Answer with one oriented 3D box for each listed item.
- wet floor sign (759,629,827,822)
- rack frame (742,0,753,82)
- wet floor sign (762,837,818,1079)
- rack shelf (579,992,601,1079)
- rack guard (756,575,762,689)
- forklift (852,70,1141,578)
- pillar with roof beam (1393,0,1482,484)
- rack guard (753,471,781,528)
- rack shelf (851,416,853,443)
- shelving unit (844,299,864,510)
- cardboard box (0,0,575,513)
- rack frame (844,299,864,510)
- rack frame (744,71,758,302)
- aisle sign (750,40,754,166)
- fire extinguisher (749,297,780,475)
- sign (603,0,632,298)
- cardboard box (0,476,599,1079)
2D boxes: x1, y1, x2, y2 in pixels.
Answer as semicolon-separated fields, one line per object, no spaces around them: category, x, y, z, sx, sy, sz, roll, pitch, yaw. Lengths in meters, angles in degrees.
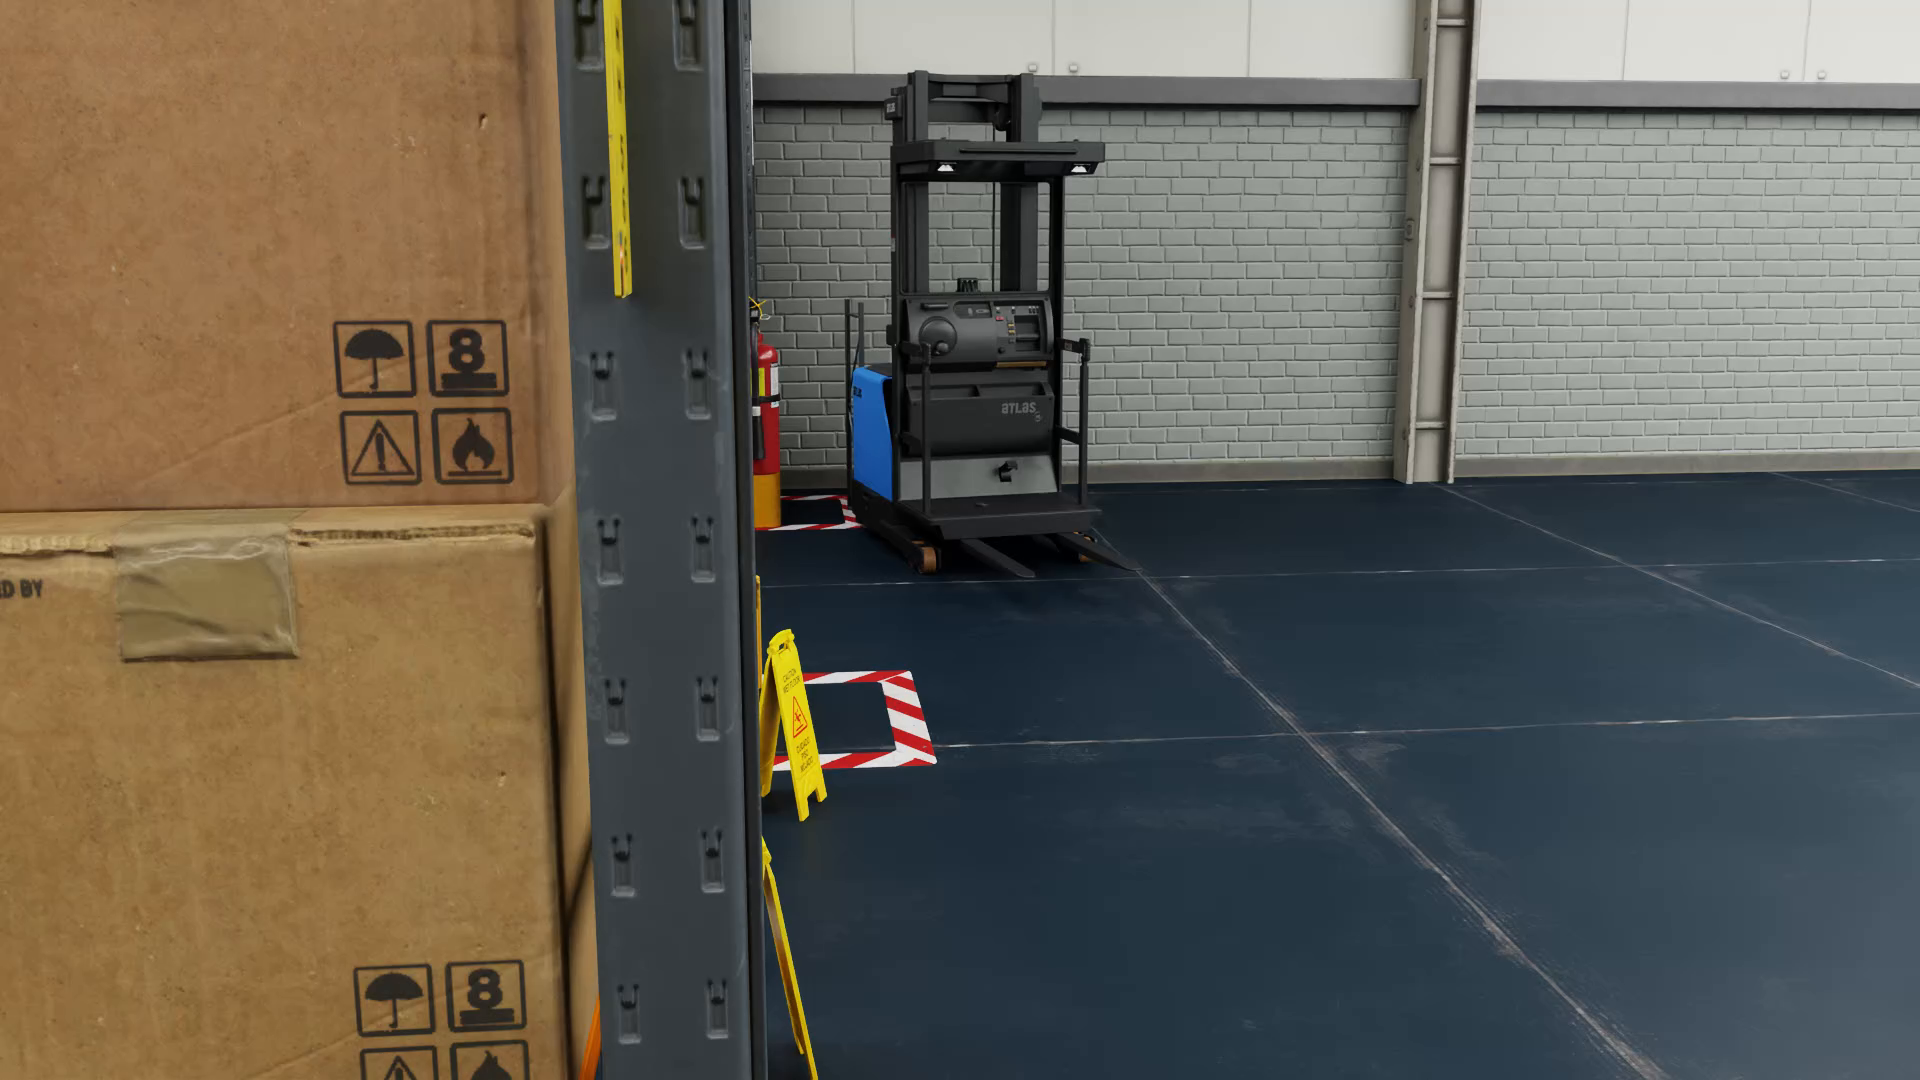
wet floor sign;-0.632;0.643;5.927;0.232;0.644;0.267;3;11;14
rack frame;-1.476;-4.609;10.987;0.127;3.000;1.000;-1;11;-6
wet floor sign;-0.487;1.008;4.067;0.232;0.644;0.267;-3;12;-16
rack shelf;-2.290;0.628;1.763;4.000;0.370;1.077;-1;11;-6
rack guard;-1.012;0.514;6.957;0.348;0.500;1.175;-1;11;-6
forklift;0.192;-1.323;9.997;1.130;2.935;3.031;-4;12;-17
pillar with roof beam;4.164;-4.067;8.228;0.400;9.000;9.100;-1;11;-6
rack guard;-1.452;-0.440;11.809;0.348;0.500;1.175;-1;11;-6
rack shelf;-0.247;-0.775;11.855;1.000;0.185;0.538;-3;12;-15
shelving unit;-0.247;-0.952;11.821;1.048;1.500;0.538;-3;12;-15
cardboard box;-0.675;-0.370;1.786;0.550;0.550;0.875;-1;11;-6
rack frame;-0.736;-0.925;11.686;0.032;1.500;0.500;-3;12;-15
rack frame;-1.476;-1.666;11.565;0.127;3.000;1.000;-1;11;-6
aisle sign;-1.379;-2.886;11.035;0.004;0.787;0.394;-1;11;-6
fire extinguisher;-0.773;-0.590;6.294;0.183;0.674;0.296;-1;11;-6
sign;-0.257;-0.347;1.240;0.005;0.325;0.100;-1;11;-6
cardboard box;-0.665;0.176;1.808;0.550;0.550;0.875;-1;11;-6
